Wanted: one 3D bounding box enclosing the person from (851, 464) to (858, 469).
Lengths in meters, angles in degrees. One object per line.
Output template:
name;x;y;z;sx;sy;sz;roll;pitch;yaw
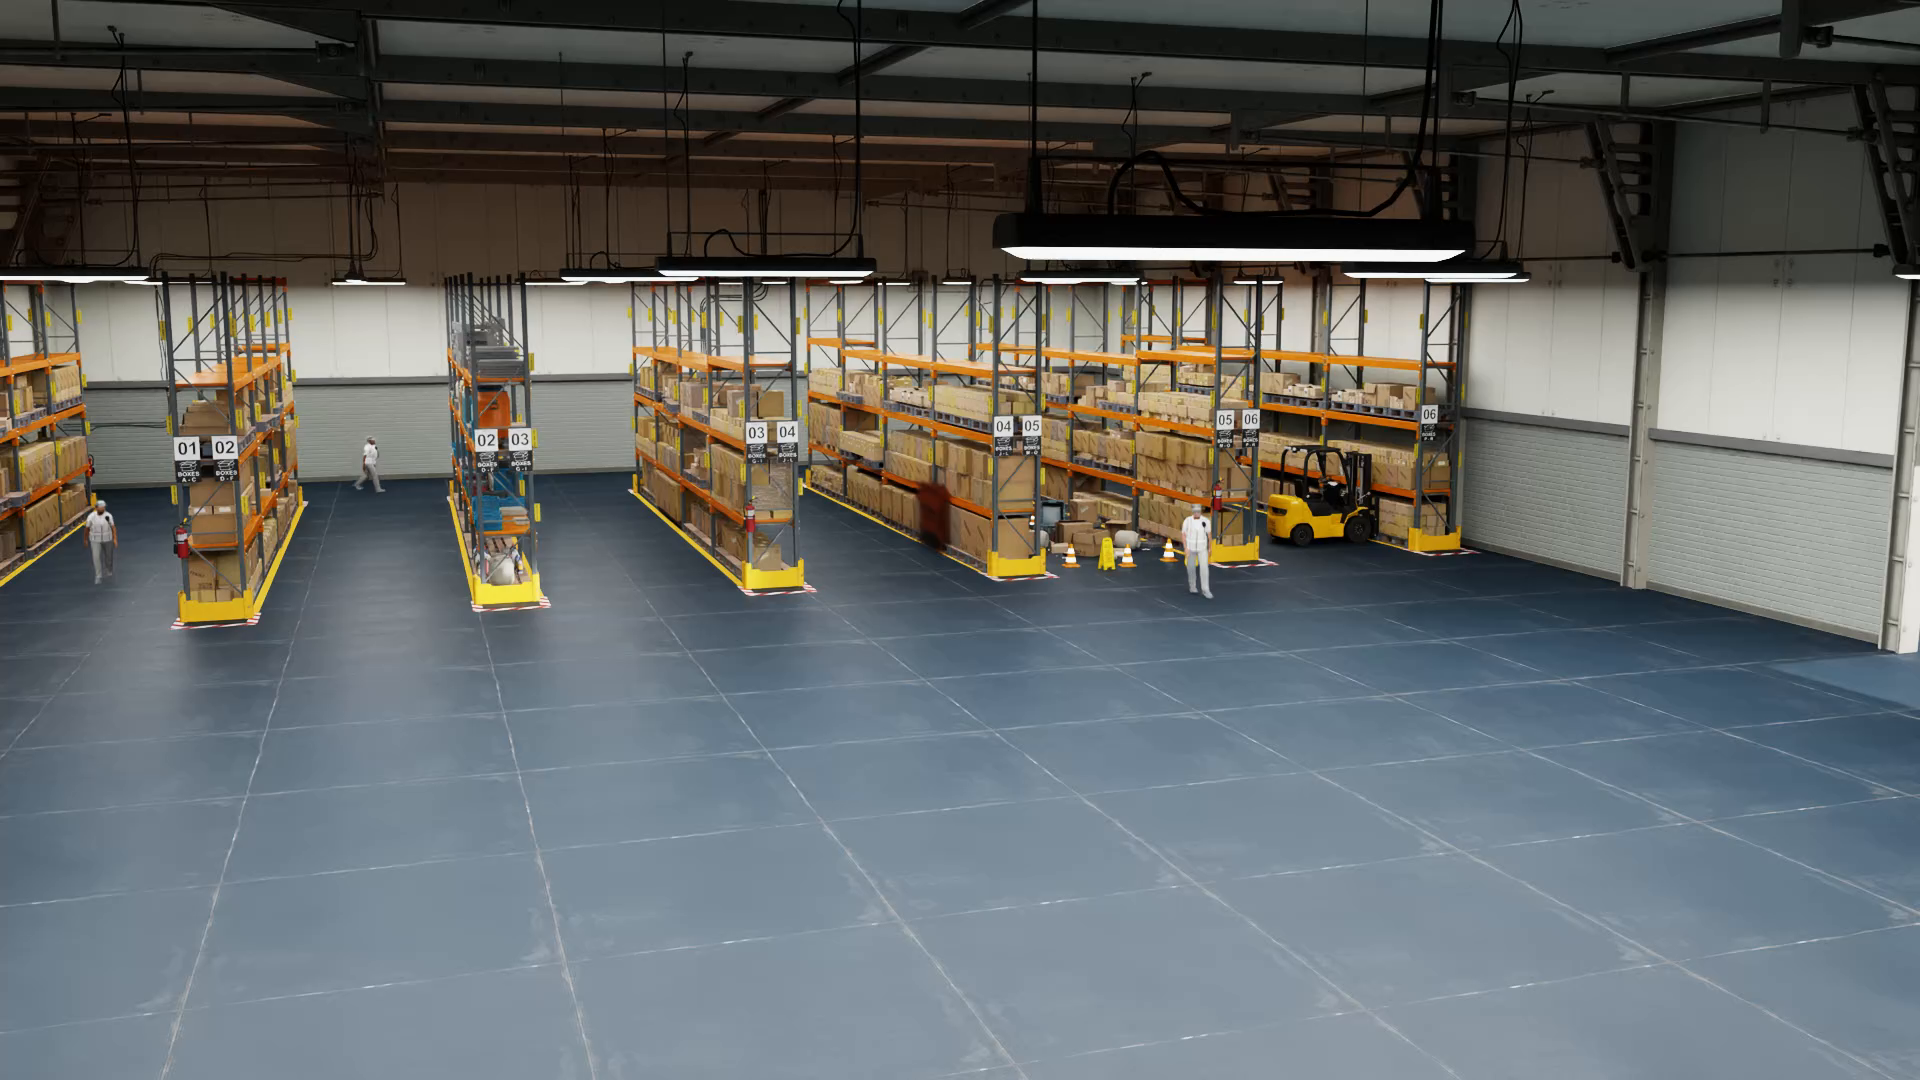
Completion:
person;-3.193;-2.809;50.861;0.587;1.726;1.080;-3;9;-22

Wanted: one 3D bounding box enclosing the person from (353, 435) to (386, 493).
person;-16.694;-2.152;46.914;1.031;1.613;0.446;1;9;6

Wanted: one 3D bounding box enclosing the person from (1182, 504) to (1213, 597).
person;4.442;0.175;31.089;0.597;1.710;0.924;1;9;9

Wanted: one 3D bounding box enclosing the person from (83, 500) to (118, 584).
person;-16.842;0.011;32.575;0.599;1.599;1.064;-4;10;-27
